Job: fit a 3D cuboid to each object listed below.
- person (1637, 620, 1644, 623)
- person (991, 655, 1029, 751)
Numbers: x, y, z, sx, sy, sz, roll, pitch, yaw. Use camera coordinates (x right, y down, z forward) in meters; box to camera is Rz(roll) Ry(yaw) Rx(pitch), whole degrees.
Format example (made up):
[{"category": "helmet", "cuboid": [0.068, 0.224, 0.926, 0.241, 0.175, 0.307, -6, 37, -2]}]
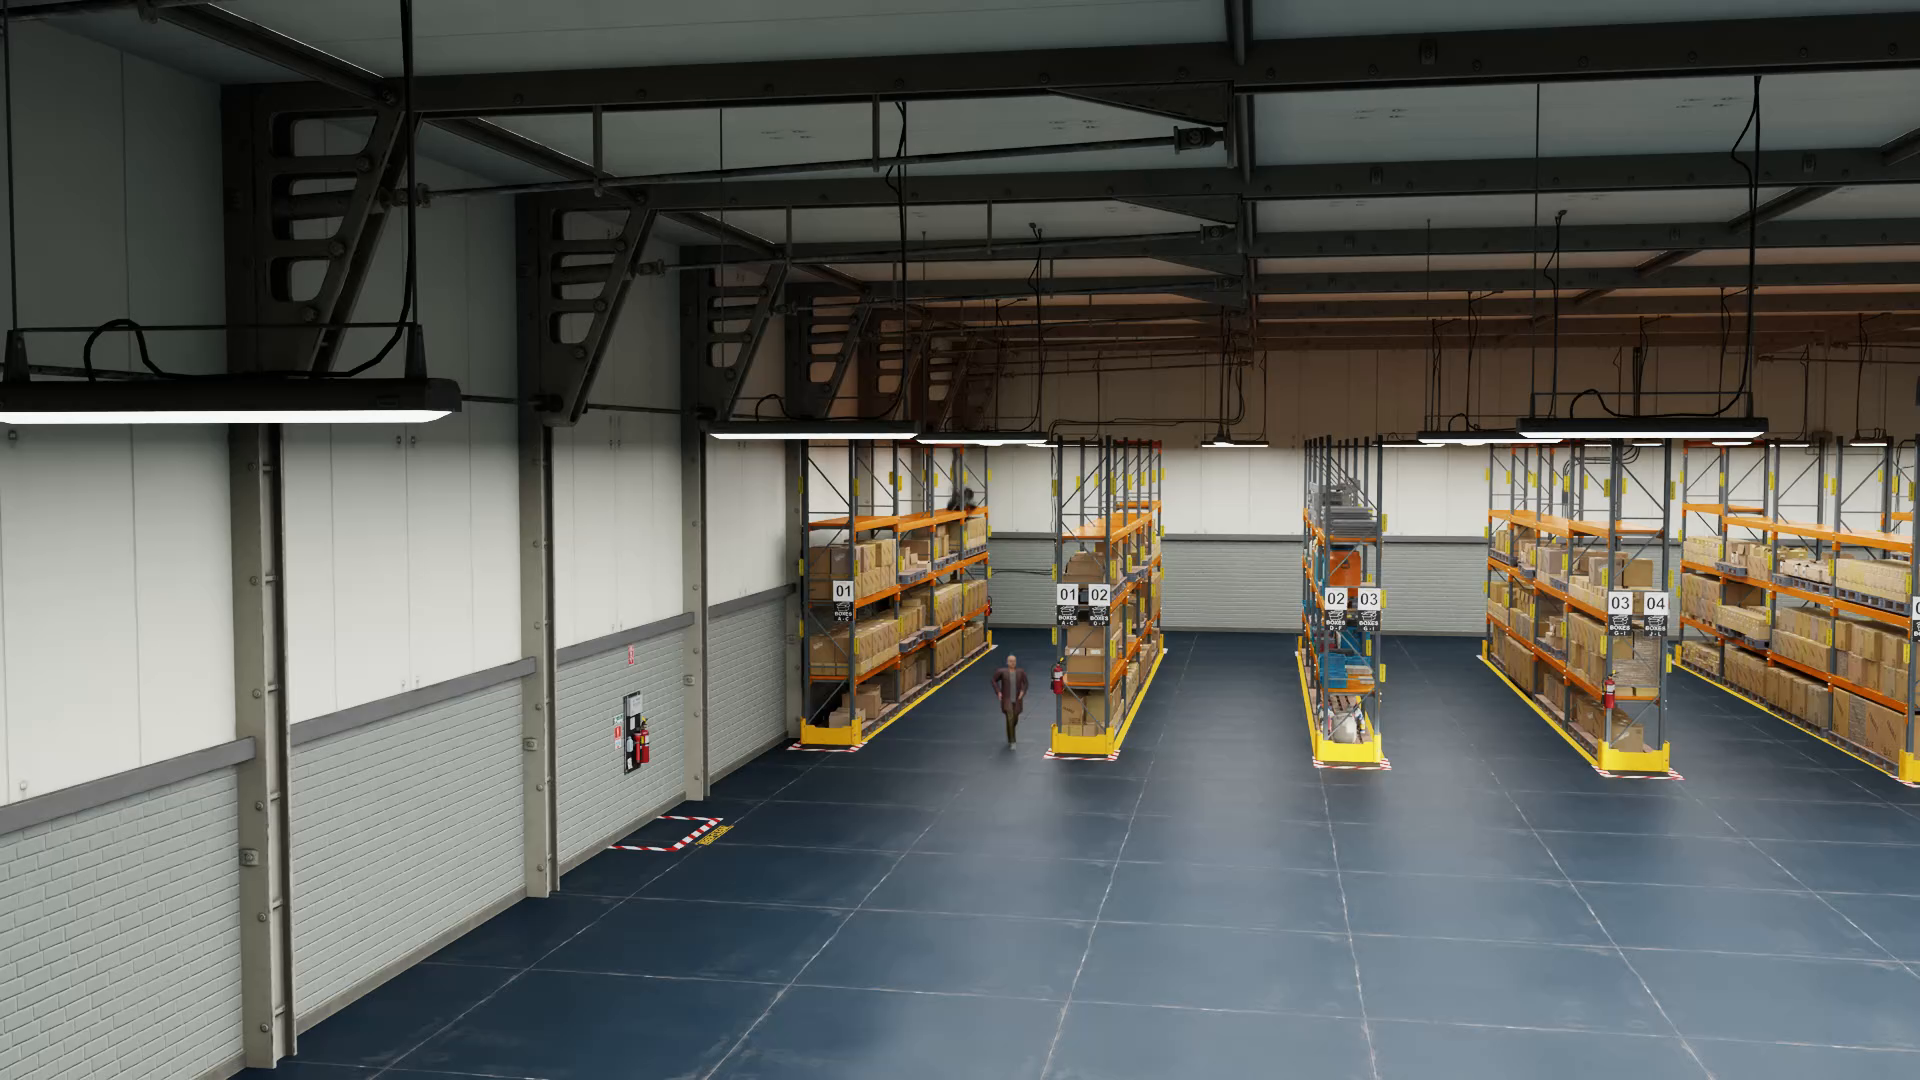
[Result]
[{"category": "person", "cuboid": [18.561, 2.451, 45.529, 1.072, 1.556, 0.643, -1, 3, -12]}, {"category": "person", "cuboid": [0.976, 3.112, 32.125, 0.713, 1.795, 0.937, -1, 3, -12]}]
